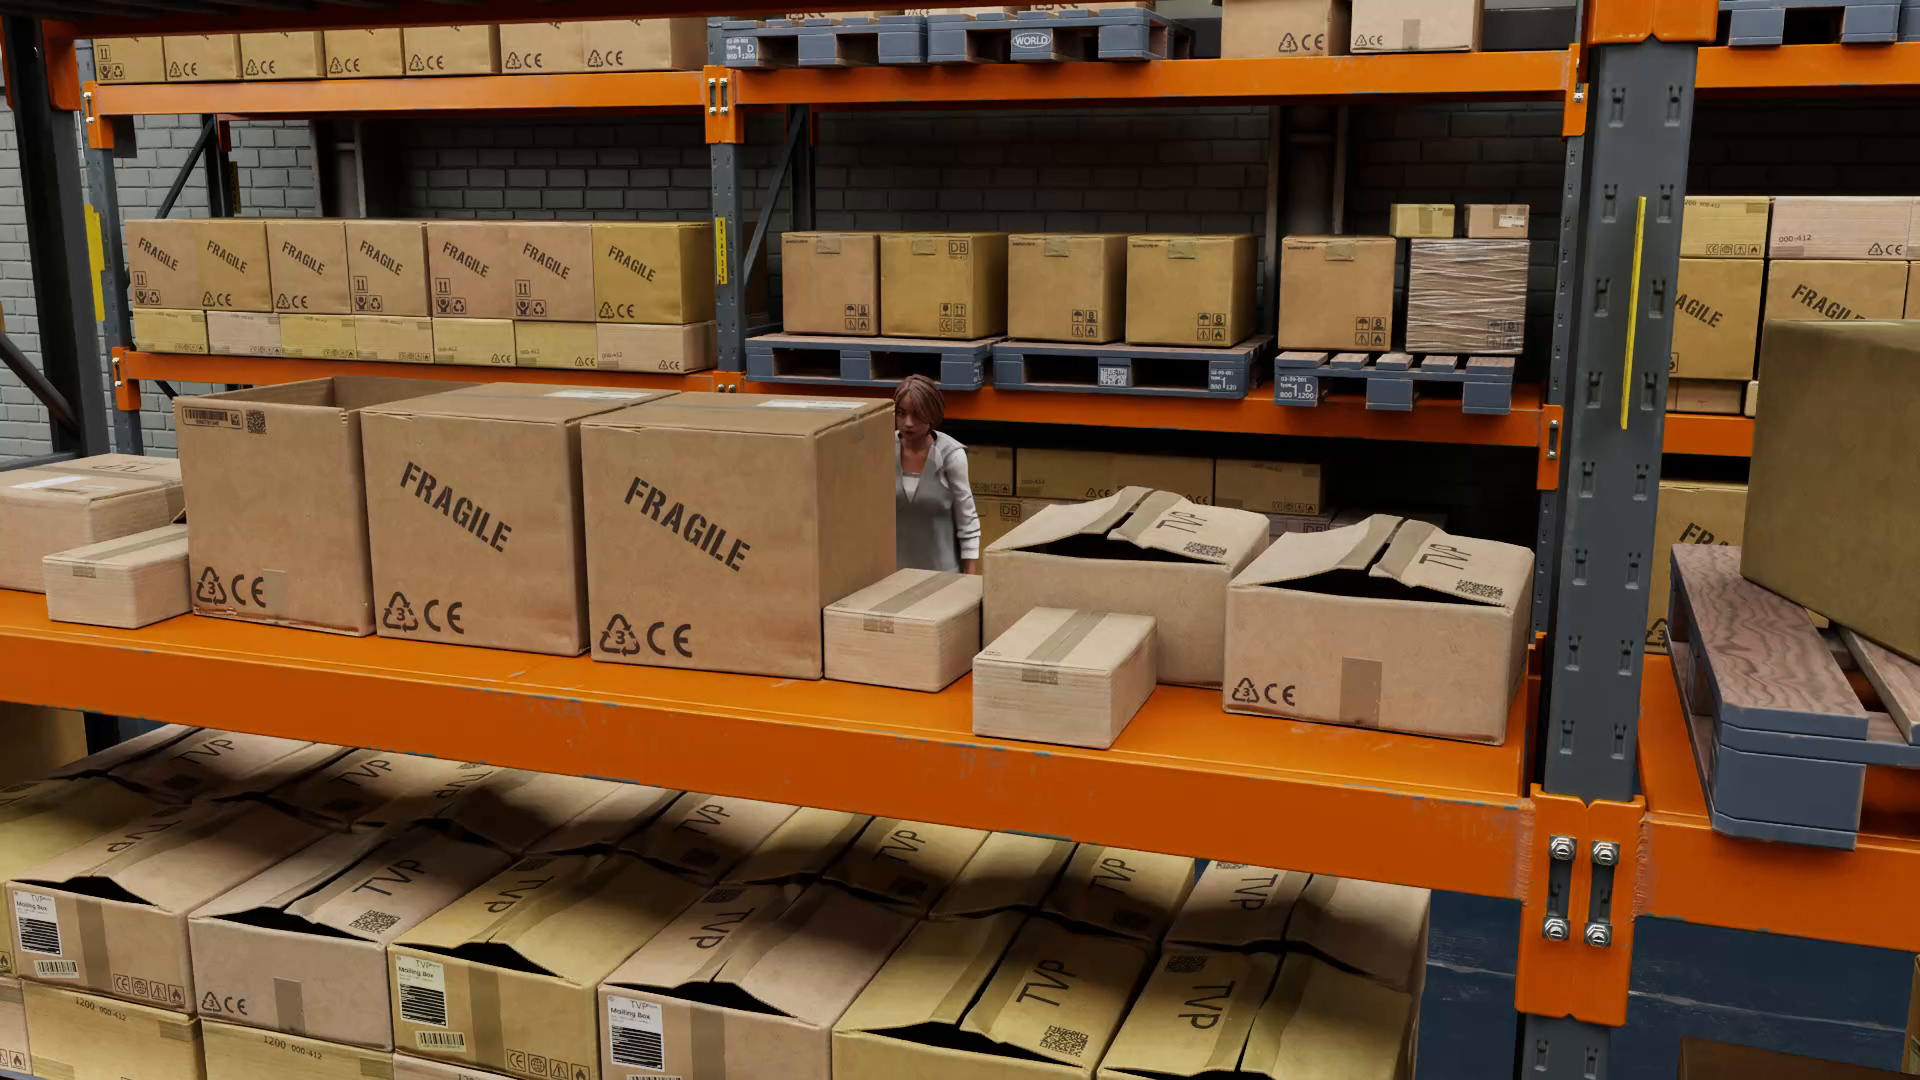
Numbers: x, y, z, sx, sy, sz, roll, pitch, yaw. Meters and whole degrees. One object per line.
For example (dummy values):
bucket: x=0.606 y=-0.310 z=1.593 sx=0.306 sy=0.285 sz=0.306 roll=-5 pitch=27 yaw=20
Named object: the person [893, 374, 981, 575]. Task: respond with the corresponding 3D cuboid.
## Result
person: x=-0.165 y=0.175 z=6.168 sx=0.485 sy=1.593 sz=0.343 roll=3 pitch=13 yaw=15
